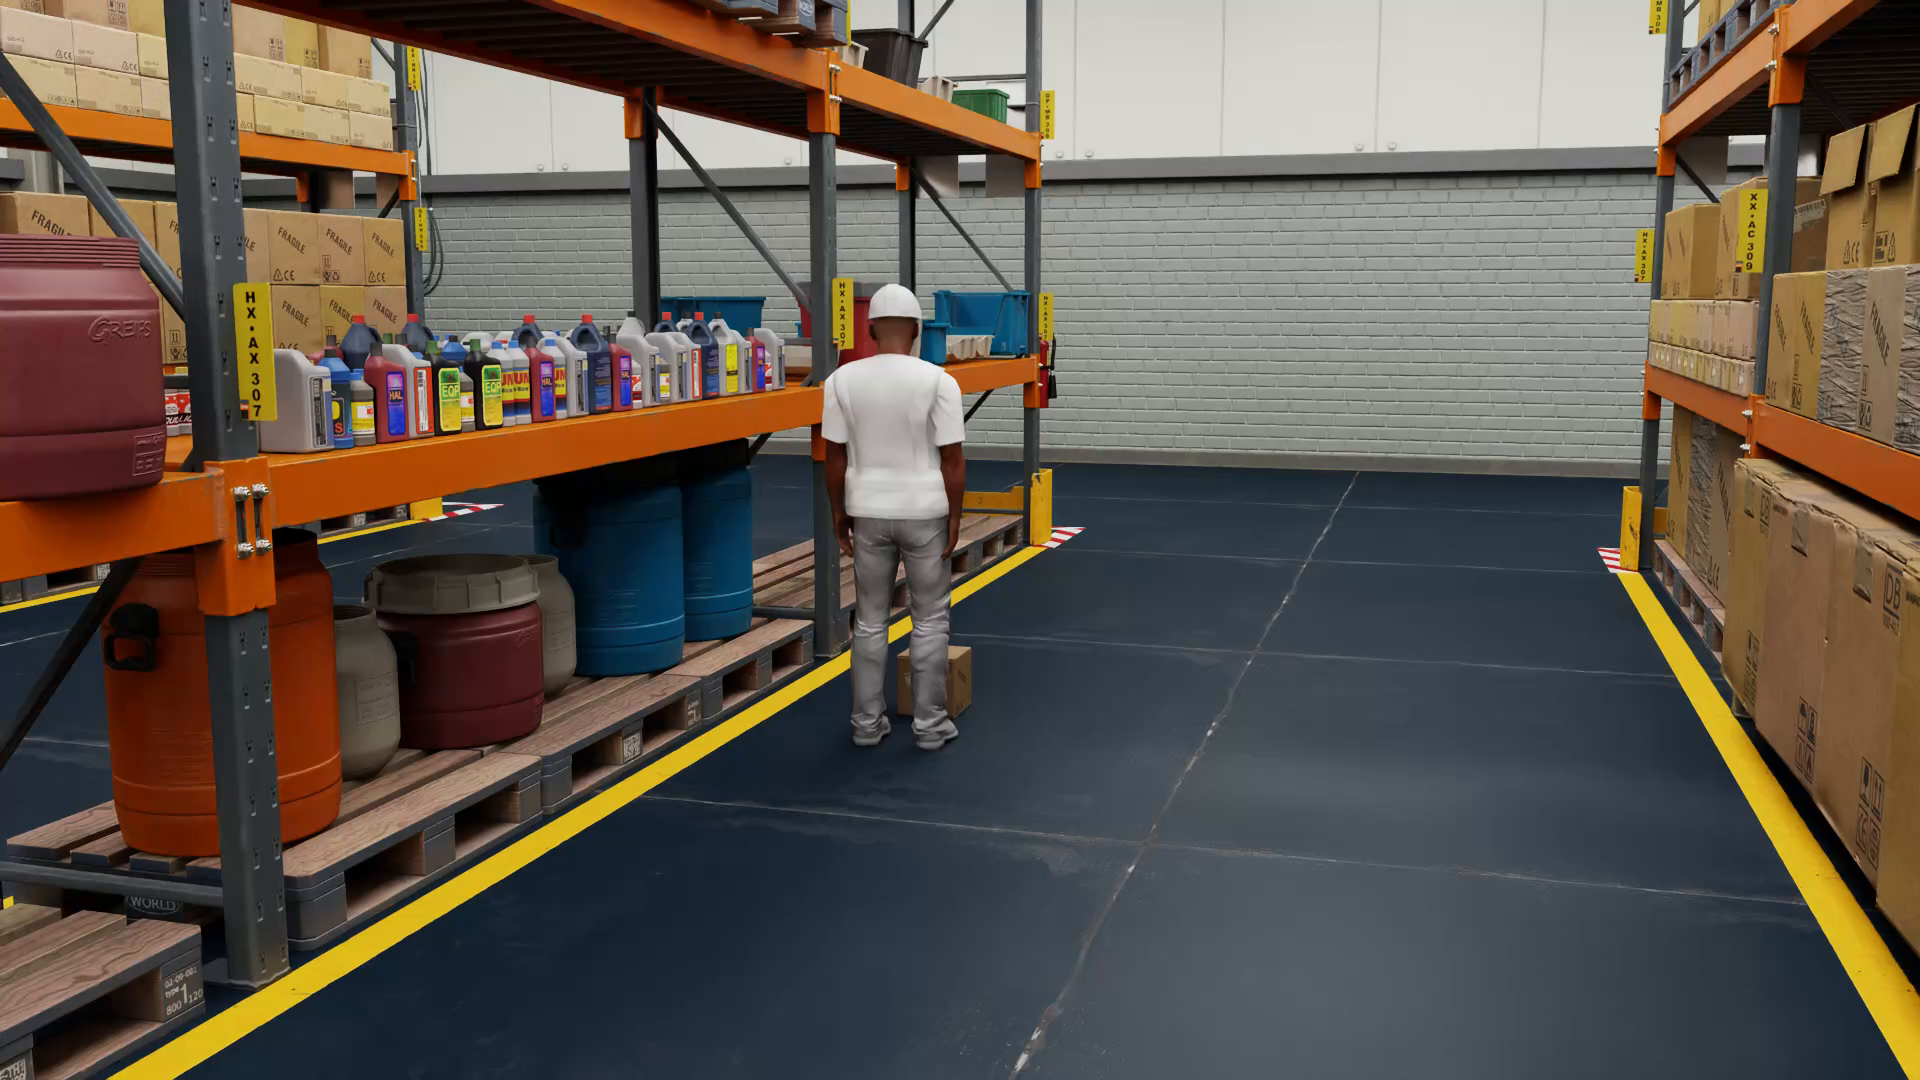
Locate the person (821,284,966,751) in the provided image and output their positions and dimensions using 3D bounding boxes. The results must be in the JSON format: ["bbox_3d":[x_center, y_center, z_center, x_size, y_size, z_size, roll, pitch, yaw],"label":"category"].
[{"bbox_3d":[-0.243,-0.089,6.374,0.565,1.760,0.360,2,9,15],"label":"person"}]
